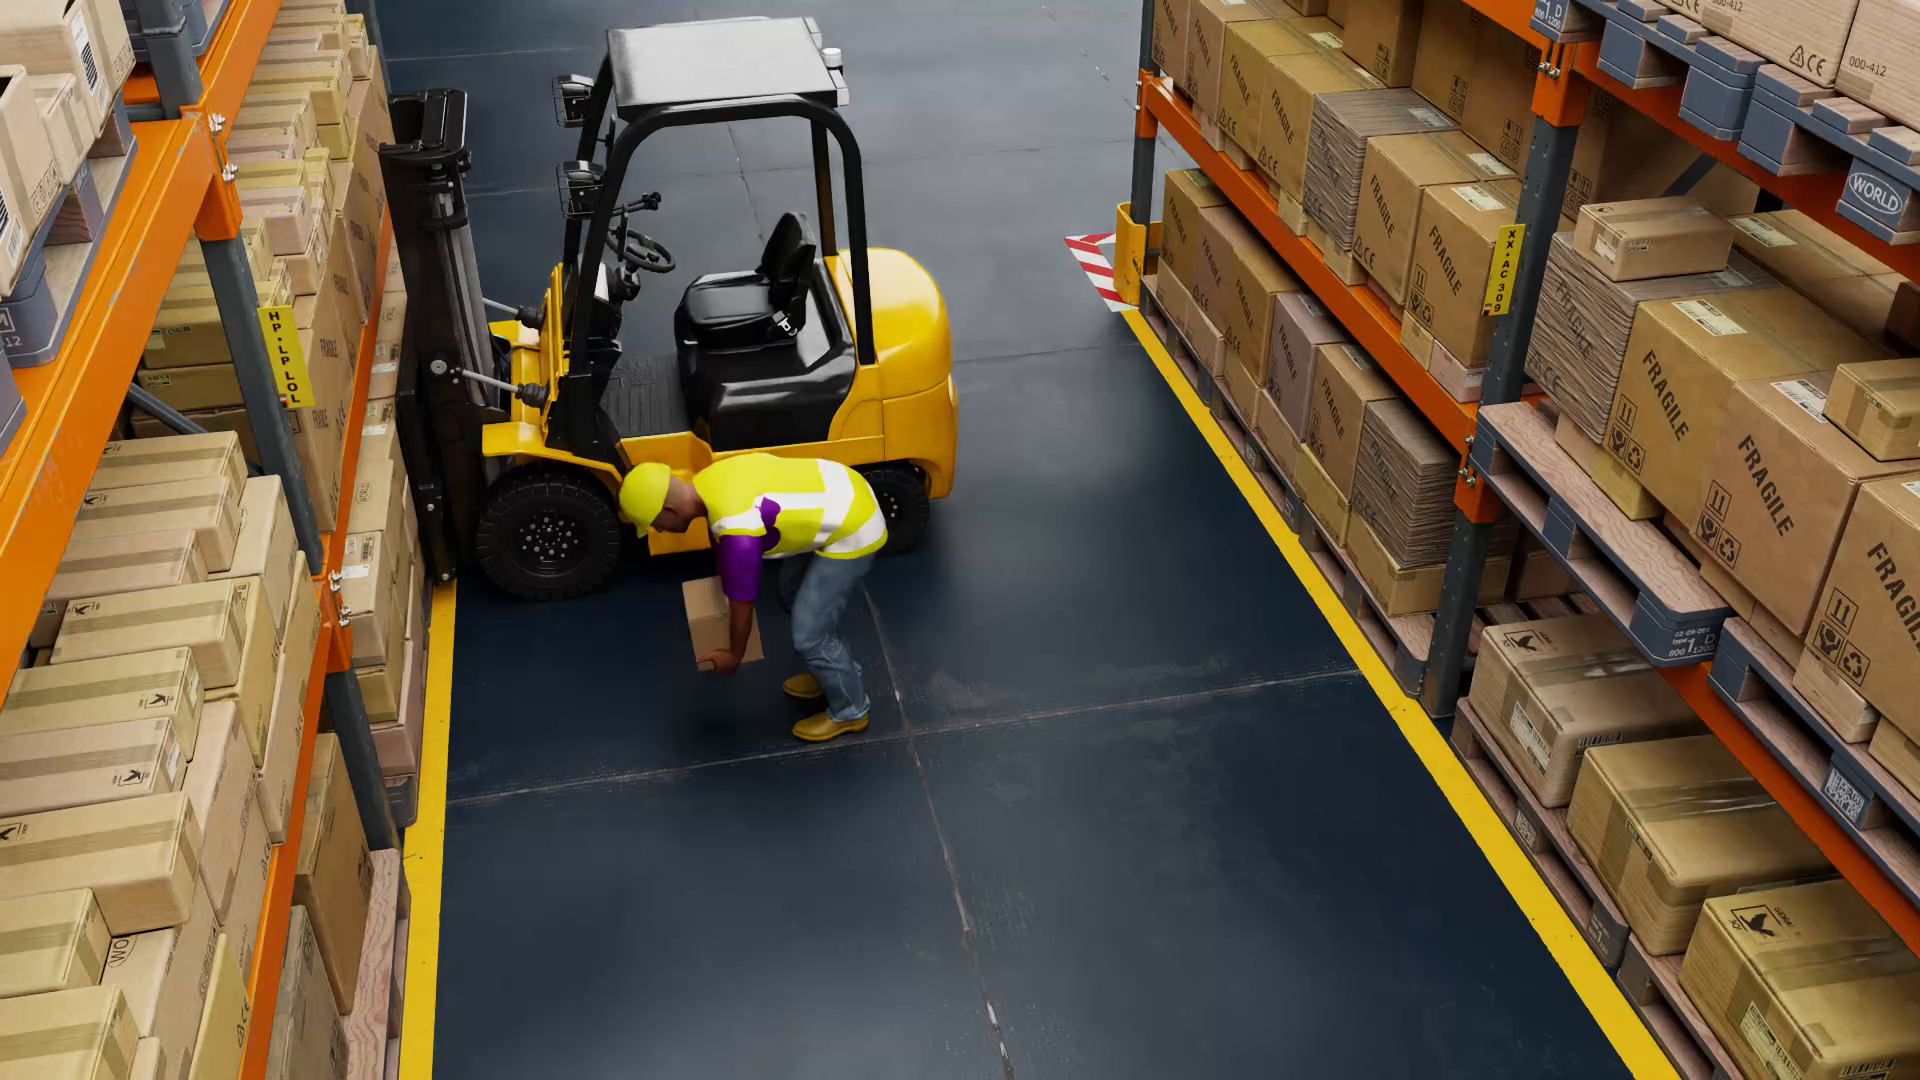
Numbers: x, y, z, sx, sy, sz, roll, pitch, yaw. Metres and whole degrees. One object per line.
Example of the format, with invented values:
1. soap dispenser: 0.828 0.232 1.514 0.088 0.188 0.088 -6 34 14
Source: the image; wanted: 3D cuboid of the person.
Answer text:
1. person: -0.749 0.203 6.285 0.956 1.242 0.475 -8 35 -12
